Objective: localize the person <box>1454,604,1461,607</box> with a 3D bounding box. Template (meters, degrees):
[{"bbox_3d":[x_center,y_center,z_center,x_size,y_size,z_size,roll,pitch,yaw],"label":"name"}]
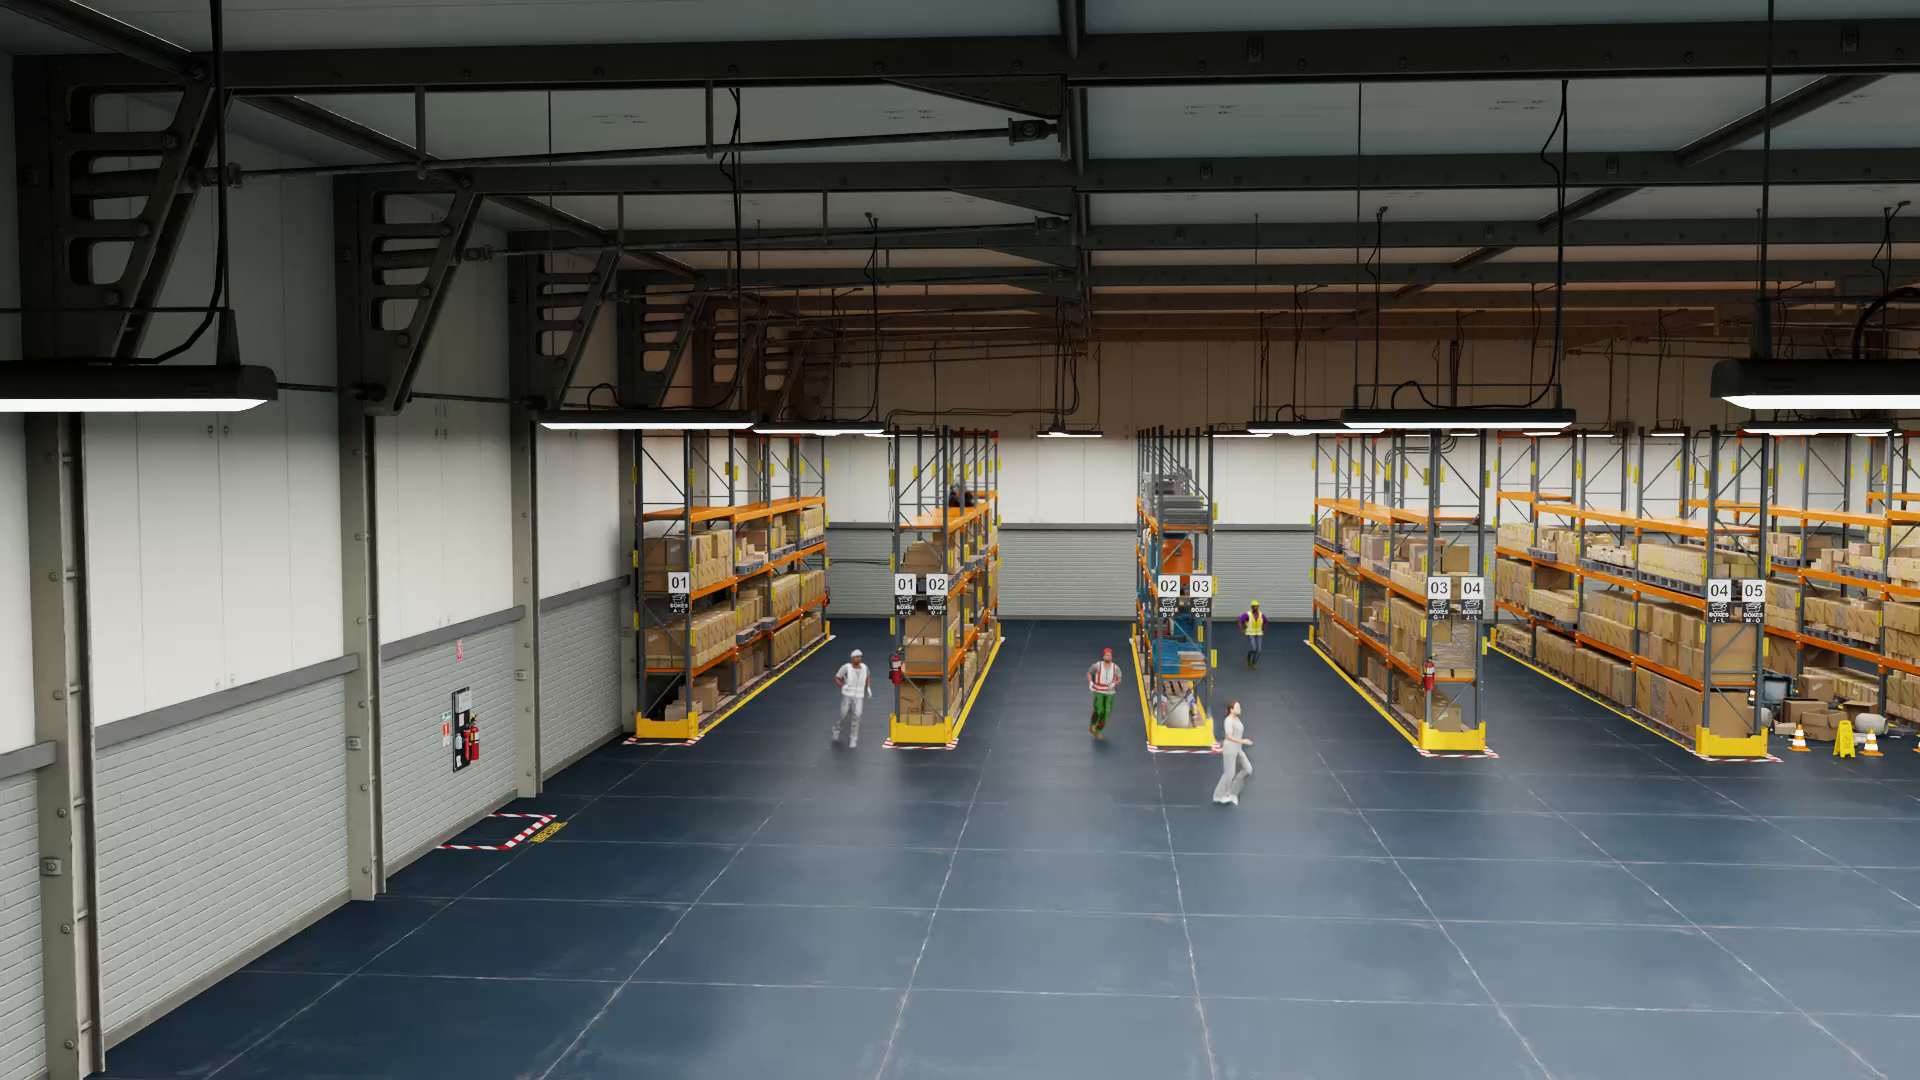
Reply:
[{"bbox_3d":[13.488,2.191,45.301,0.647,1.619,0.459,1,3,9],"label":"person"}]

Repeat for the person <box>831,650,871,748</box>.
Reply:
[{"bbox_3d":[-1.988,2.950,31.225,0.742,1.772,0.958,-1,4,-18],"label":"person"}]

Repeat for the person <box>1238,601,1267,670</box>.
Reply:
[{"bbox_3d":[7.330,2.374,41.336,0.695,1.721,0.578,-1,3,-10],"label":"person"}]

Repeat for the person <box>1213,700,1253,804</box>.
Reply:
[{"bbox_3d":[4.305,3.334,26.053,0.665,1.673,0.592,2,4,31],"label":"person"}]

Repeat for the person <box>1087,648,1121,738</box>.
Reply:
[{"bbox_3d":[2.790,2.943,31.878,0.643,1.738,0.549,0,3,-8],"label":"person"}]
